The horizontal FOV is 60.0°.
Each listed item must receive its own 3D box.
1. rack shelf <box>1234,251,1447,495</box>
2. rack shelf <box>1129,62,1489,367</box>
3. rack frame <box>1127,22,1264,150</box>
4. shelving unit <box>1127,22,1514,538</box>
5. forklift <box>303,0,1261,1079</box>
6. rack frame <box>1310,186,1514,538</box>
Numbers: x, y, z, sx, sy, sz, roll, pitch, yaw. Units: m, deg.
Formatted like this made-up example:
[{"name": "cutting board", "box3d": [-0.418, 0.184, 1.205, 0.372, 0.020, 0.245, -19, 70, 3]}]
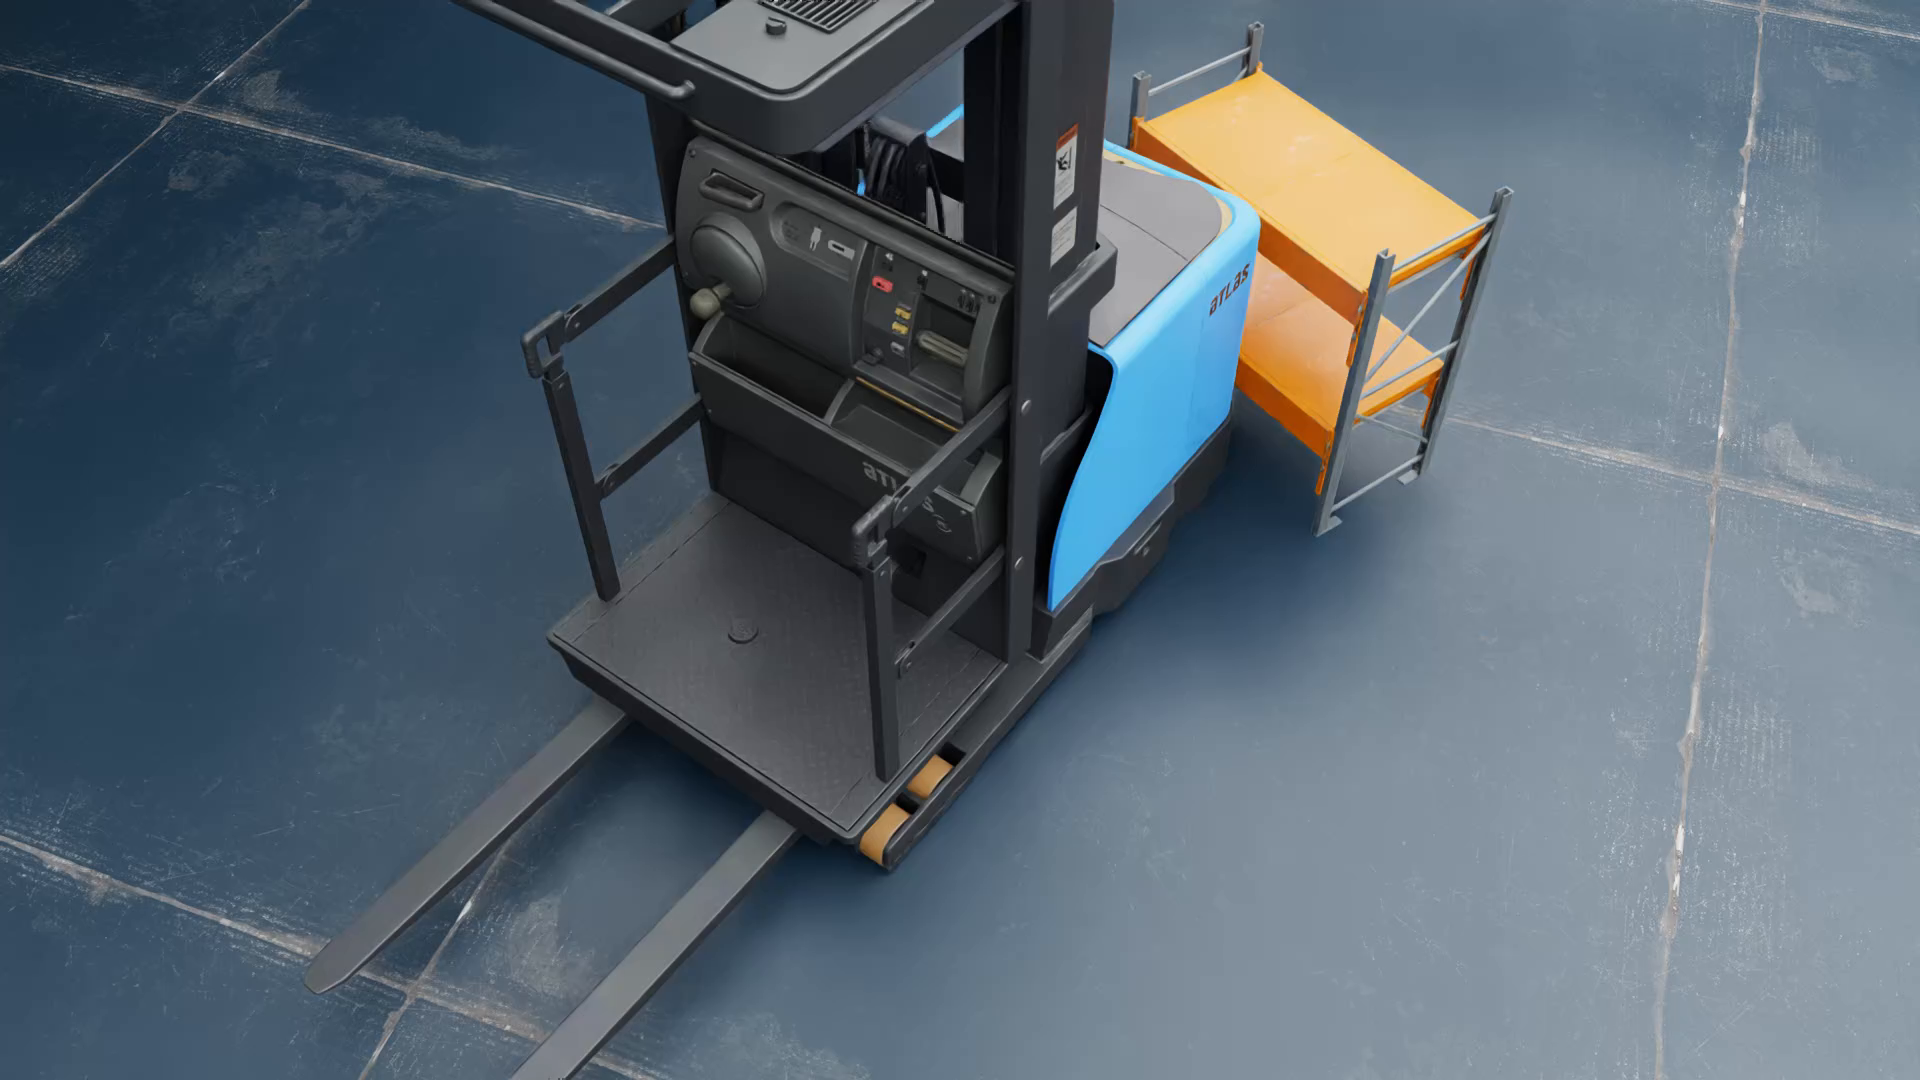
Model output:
[{"name": "rack shelf", "box3d": [1.025, -0.647, 5.390, 0.538, 0.278, 1.000, -28, 55, -22]}, {"name": "rack shelf", "box3d": [1.025, -0.999, 4.984, 0.538, 0.278, 1.000, -28, 55, -22]}, {"name": "rack frame", "box3d": [0.729, -1.120, 5.476, 0.500, 1.125, 0.032, -28, 55, -22]}, {"name": "shelving unit", "box3d": [1.025, -0.807, 5.205, 0.538, 1.125, 1.048, -28, 55, -22]}, {"name": "forklift", "box3d": [-0.424, -0.511, 3.753, 1.130, 2.935, 3.031, 29, 55, 23]}, {"name": "rack frame", "box3d": [1.321, -0.495, 4.935, 0.500, 1.125, 0.032, -28, 55, -22]}]
